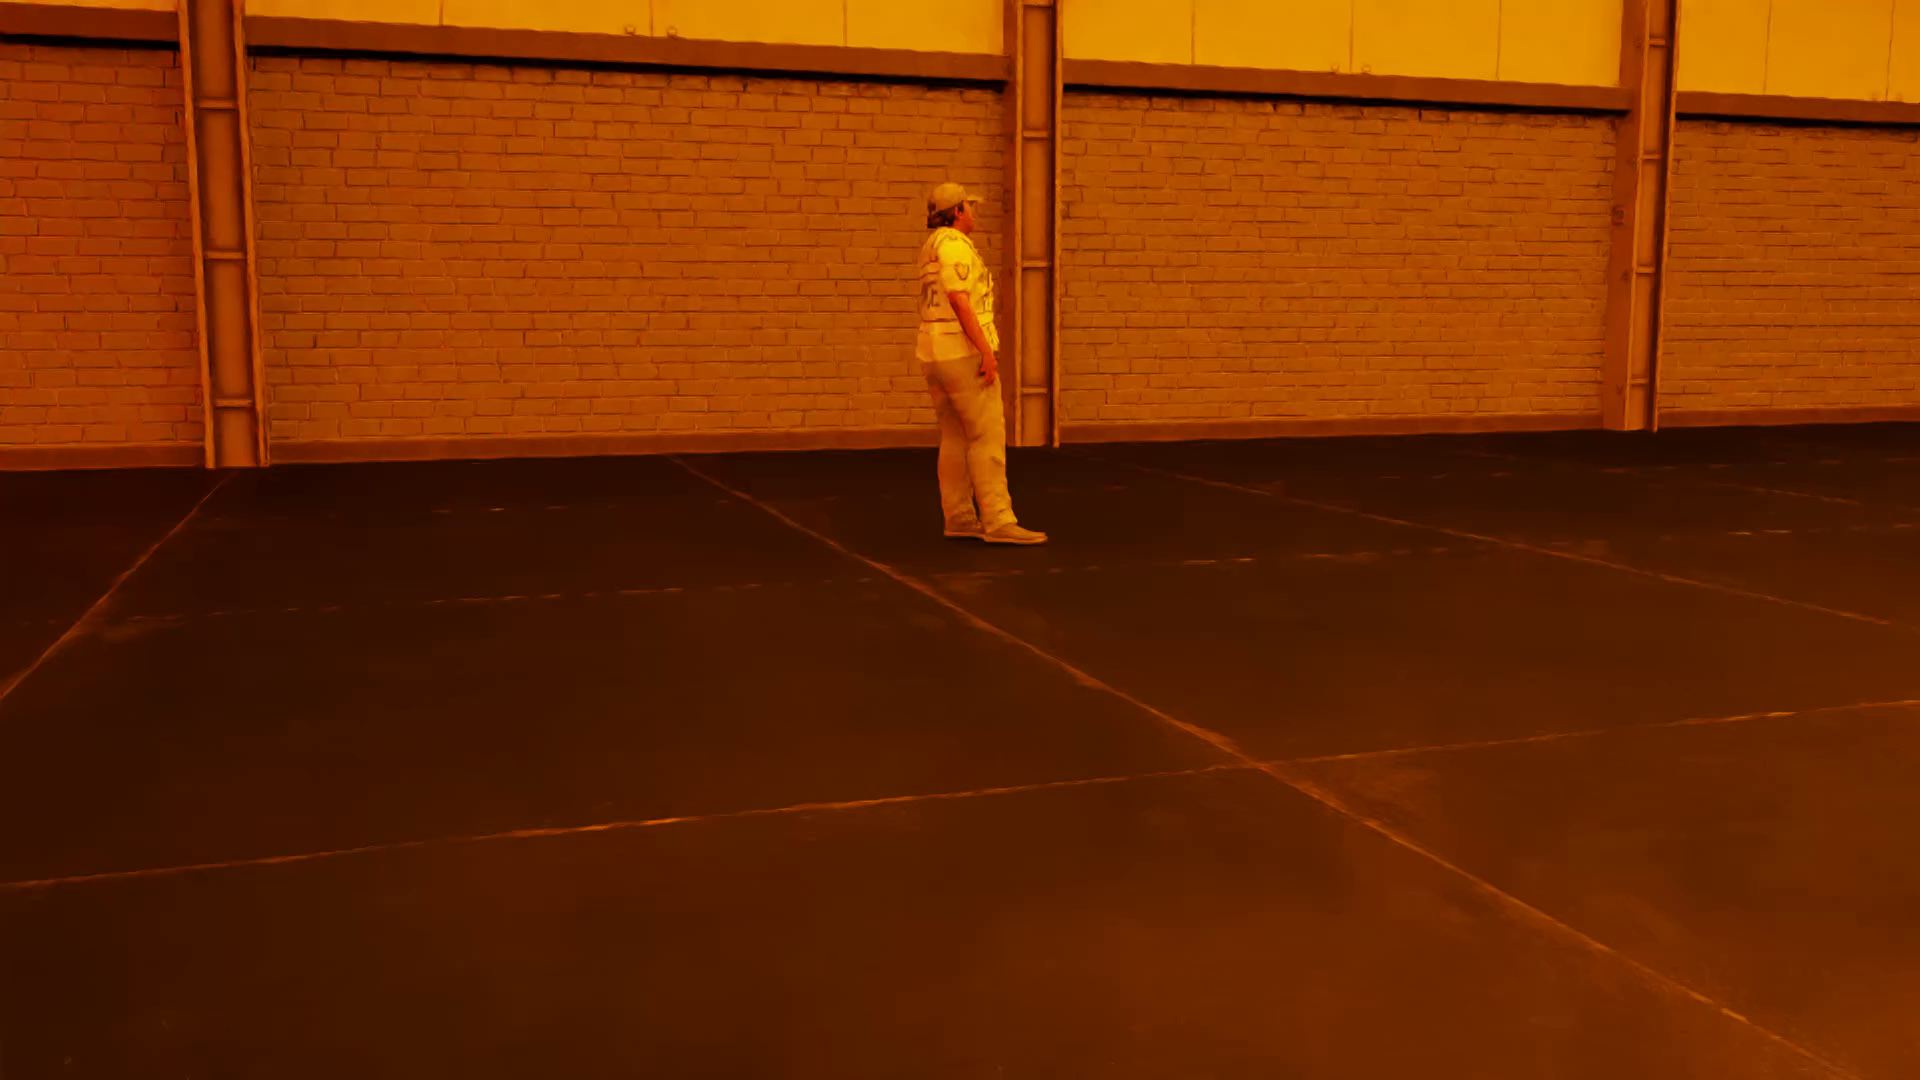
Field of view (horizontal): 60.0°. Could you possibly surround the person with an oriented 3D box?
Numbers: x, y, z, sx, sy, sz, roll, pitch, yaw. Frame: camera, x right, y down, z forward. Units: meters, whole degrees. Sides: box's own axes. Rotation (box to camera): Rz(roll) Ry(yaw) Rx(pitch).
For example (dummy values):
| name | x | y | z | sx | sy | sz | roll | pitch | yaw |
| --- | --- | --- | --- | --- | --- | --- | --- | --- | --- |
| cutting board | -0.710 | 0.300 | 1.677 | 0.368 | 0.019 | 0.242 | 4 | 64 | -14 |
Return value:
| name | x | y | z | sx | sy | sz | roll | pitch | yaw |
| --- | --- | --- | --- | --- | --- | --- | --- | --- | --- |
| person | 0.080 | -0.833 | 7.813 | 0.529 | 1.669 | 0.598 | -3 | 8 | -18 |
